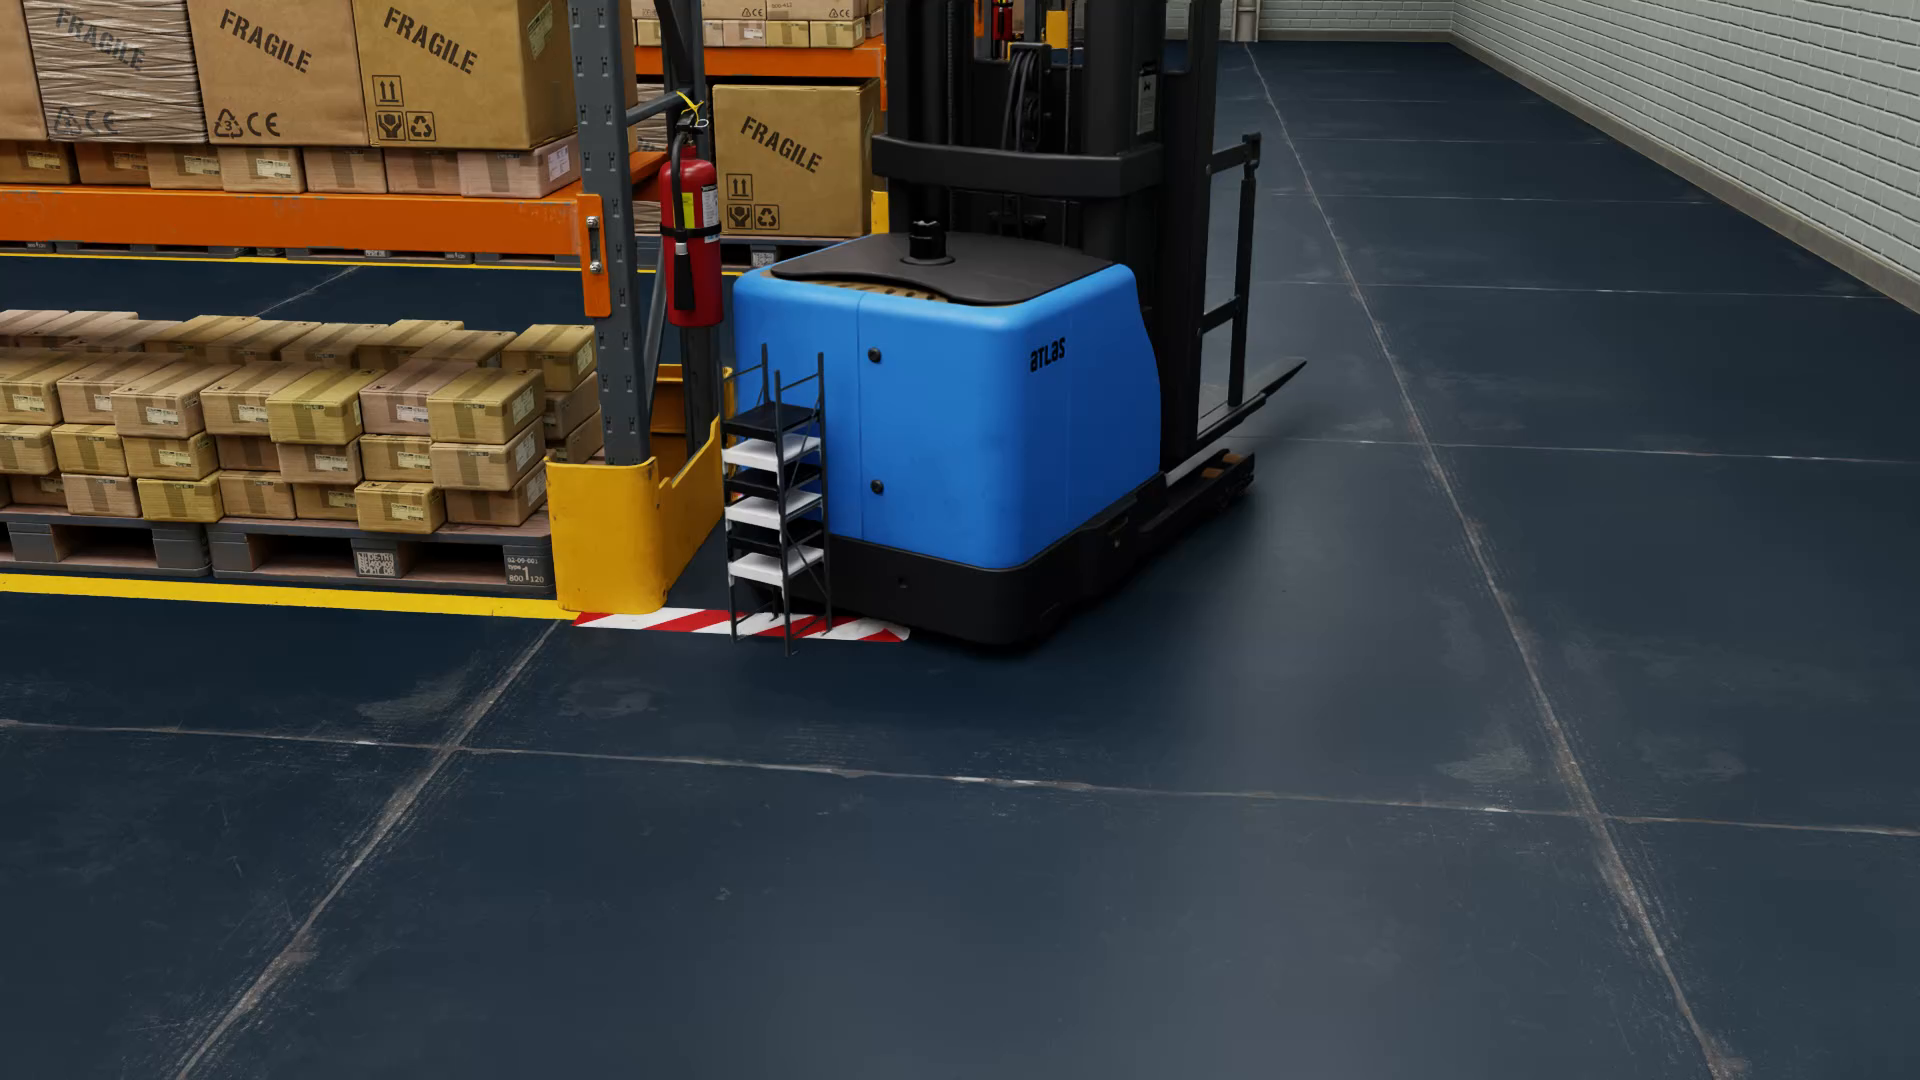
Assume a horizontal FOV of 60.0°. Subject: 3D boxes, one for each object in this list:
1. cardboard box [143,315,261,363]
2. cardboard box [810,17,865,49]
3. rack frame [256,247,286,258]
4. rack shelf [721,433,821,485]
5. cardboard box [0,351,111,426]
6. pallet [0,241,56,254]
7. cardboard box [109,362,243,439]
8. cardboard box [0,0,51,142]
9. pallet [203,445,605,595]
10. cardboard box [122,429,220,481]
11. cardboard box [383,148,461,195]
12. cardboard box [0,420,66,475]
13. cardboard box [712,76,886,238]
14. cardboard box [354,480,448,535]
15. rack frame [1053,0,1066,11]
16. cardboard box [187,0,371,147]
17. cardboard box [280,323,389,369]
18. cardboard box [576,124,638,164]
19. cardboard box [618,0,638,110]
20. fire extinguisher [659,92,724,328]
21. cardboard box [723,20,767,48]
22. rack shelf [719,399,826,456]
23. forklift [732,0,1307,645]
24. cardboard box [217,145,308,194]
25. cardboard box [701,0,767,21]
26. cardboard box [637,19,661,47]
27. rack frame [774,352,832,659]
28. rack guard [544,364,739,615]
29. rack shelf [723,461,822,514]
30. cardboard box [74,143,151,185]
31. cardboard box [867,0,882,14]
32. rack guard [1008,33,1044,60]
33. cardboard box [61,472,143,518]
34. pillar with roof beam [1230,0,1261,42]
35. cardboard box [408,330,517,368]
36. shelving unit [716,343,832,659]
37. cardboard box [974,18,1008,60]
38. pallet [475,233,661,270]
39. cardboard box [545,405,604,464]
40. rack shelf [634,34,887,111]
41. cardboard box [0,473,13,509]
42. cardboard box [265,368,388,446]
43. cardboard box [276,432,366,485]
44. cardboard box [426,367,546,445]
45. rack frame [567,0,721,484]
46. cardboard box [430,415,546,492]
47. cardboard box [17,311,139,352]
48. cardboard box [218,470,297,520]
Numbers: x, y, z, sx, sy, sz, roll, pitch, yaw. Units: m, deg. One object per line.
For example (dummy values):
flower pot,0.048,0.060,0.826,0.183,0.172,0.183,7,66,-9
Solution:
cardboard box,-2.790,-0.712,6.158,0.250,0.149,0.380,3,22,7
cardboard box,-0.709,-2.954,9.674,0.250,0.149,0.380,3,22,7
rack frame,-4.289,-3.349,10.331,0.127,3.000,1.000,2,22,6
rack shelf,-0.552,-0.252,4.954,0.200,0.077,0.258,12,24,27
cardboard box,-3.106,-0.521,5.676,0.250,0.149,0.380,3,22,7
pallet,-6.279,-2.110,10.990,1.213,0.211,1.003,2,22,6
cardboard box,-2.594,-0.468,5.542,0.250,0.149,0.380,3,22,8
cardboard box,-2.987,-1.548,5.234,0.500,0.500,0.500,4,22,9
pallet,-1.879,-0.124,5.967,1.213,0.211,1.003,2,22,6
cardboard box,-2.591,-0.336,5.610,0.250,0.149,0.380,3,22,7
cardboard box,-1.600,-1.188,5.207,0.250,0.149,0.380,2,22,6
cardboard box,-3.120,-0.355,5.660,0.250,0.149,0.380,3,22,7
cardboard box,-0.962,-2.382,10.203,0.875,0.875,0.875,2,22,6
cardboard box,-1.815,-0.160,5.571,0.250,0.149,0.380,3,22,8
rack frame,1.432,-8.601,23.617,0.127,3.000,1.000,2,22,6
cardboard box,-1.988,-1.504,5.124,0.500,0.500,0.500,2,22,5
cardboard box,-2.260,-0.669,6.048,0.250,0.149,0.380,1,22,4
cardboard box,-1.284,-1.386,5.708,0.250,0.149,0.380,2,22,6
cardboard box,-1.414,-1.675,5.555,0.500,0.500,0.500,4,22,9
fire extinguisher,-0.805,-0.981,4.953,0.183,0.674,0.296,2,22,6
cardboard box,-1.218,-2.976,9.730,0.250,0.149,0.380,3,22,6
rack shelf,-0.552,-0.335,4.920,0.200,0.077,0.258,12,24,27
forklift,0.473,-1.545,5.862,1.130,2.935,3.031,12,25,28
cardboard box,-2.107,-1.196,5.227,0.250,0.149,0.380,3,22,8
cardboard box,-1.333,-3.191,9.730,0.500,0.250,0.500,2,22,5
cardboard box,-1.723,-2.998,9.785,0.250,0.149,0.380,2,22,5
rack frame,-0.464,-0.097,4.961,0.006,0.900,0.240,12,24,27
rack guard,-1.076,-0.210,5.792,0.348,0.500,1.175,2,22,6
rack shelf,-0.552,-0.168,4.987,0.200,0.077,0.258,12,24,27
cardboard box,-2.627,-1.251,5.367,0.250,0.149,0.380,2,22,4
cardboard box,-0.762,-3.364,10.168,0.500,0.250,0.500,2,22,5
rack guard,0.777,-5.634,19.509,0.348,0.500,1.175,2,22,6
cardboard box,-2.844,-0.216,5.712,0.250,0.149,0.380,3,22,7
pillar with roof beam,3.709,-10.019,19.041,0.400,9.000,9.100,2,22,6
cardboard box,-1.769,-0.630,5.952,0.250,0.149,0.380,3,22,7
shelving unit,-0.552,-0.115,5.008,0.210,0.900,0.258,12,24,27
cardboard box,0.284,-5.768,19.252,0.500,0.500,0.500,2,22,6
pallet,-2.328,-1.939,10.557,1.213,0.211,1.003,2,22,6
cardboard box,-1.483,-0.379,6.124,0.250,0.149,0.380,3,22,7
rack shelf,-2.303,-2.928,10.245,4.000,0.370,1.077,2,22,6
cardboard box,-3.356,-0.238,5.768,0.250,0.149,0.380,2,22,5
cardboard box,-2.071,-0.443,5.477,0.250,0.149,0.380,2,22,5
cardboard box,-2.075,-0.318,5.566,0.250,0.149,0.380,2,22,4
cardboard box,-1.556,-0.446,5.485,0.250,0.149,0.380,3,22,7
rack frame,-1.001,-1.369,5.324,0.127,3.000,1.000,2,22,6
cardboard box,-1.558,-0.296,5.510,0.250,0.149,0.380,2,22,5
cardboard box,-3.285,-0.739,6.226,0.250,0.149,0.380,2,22,4
cardboard box,-2.314,-0.209,5.694,0.250,0.149,0.380,3,22,7
